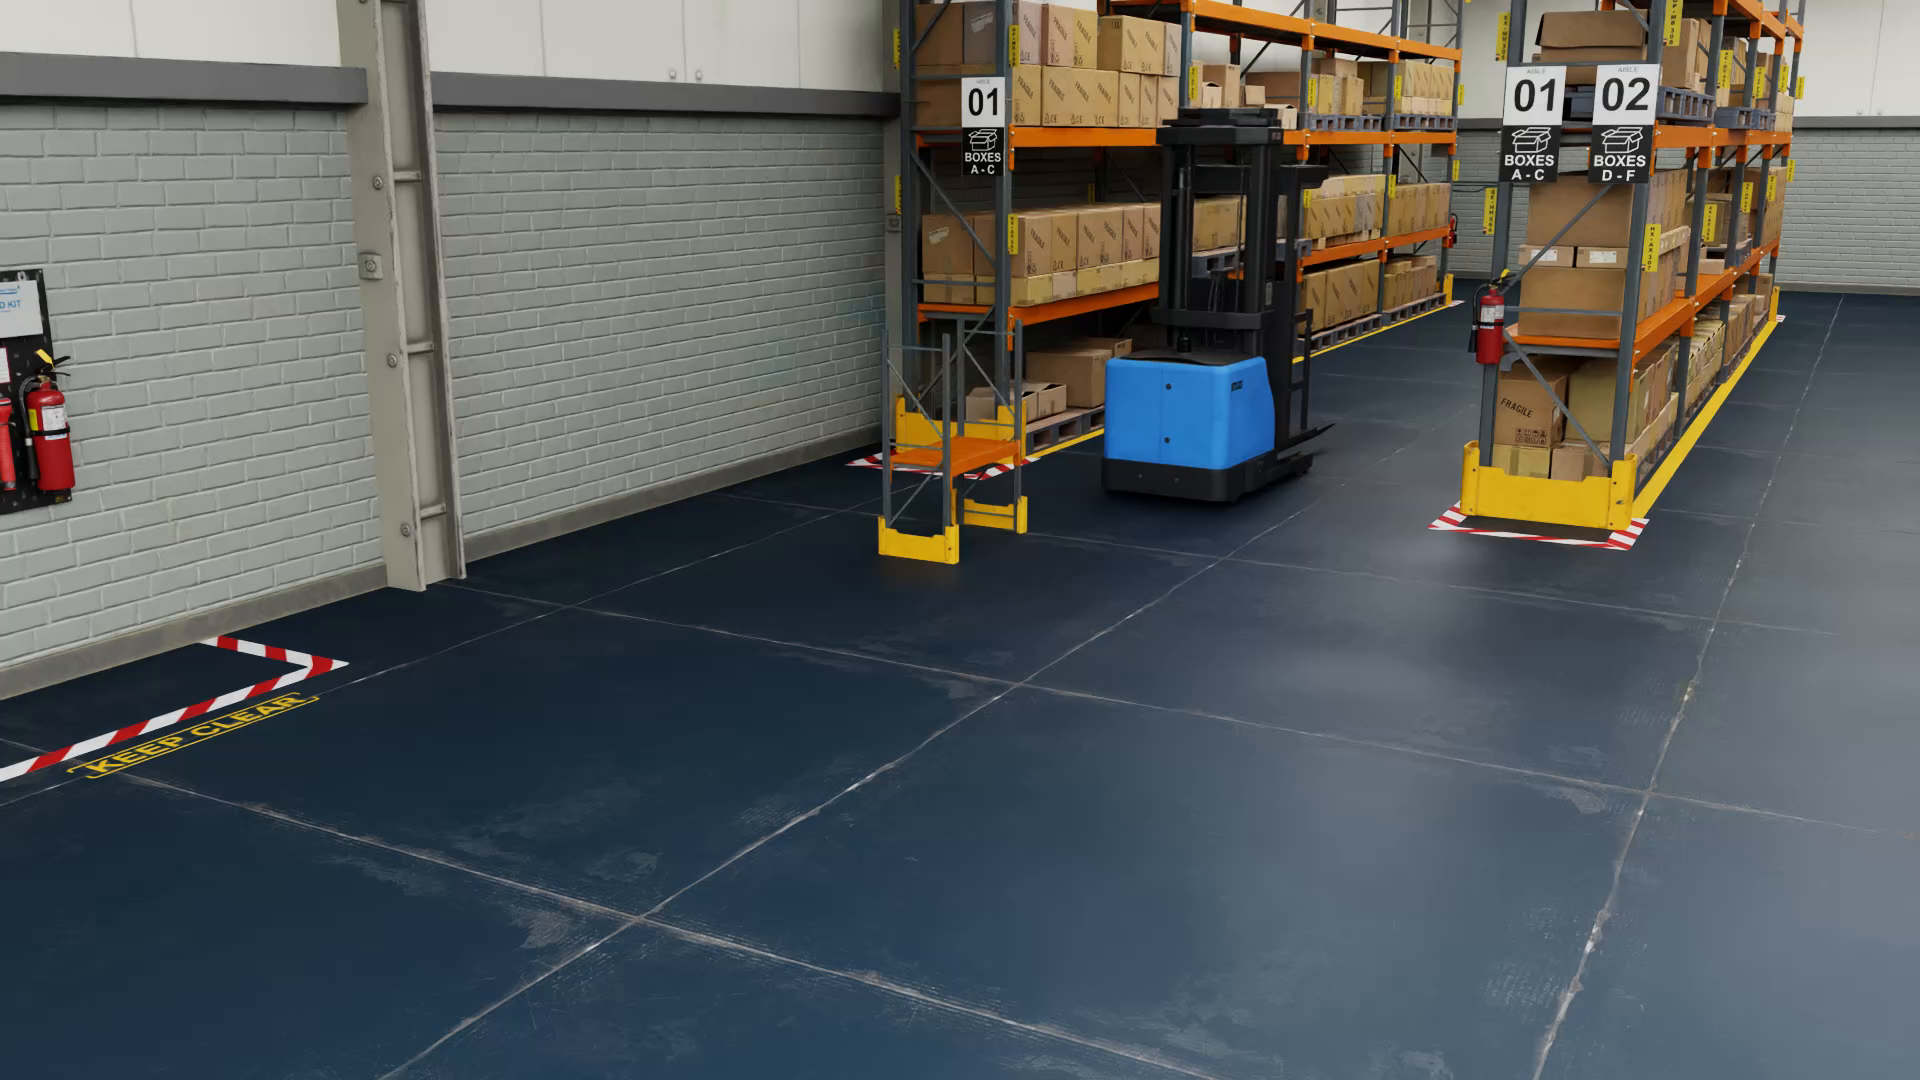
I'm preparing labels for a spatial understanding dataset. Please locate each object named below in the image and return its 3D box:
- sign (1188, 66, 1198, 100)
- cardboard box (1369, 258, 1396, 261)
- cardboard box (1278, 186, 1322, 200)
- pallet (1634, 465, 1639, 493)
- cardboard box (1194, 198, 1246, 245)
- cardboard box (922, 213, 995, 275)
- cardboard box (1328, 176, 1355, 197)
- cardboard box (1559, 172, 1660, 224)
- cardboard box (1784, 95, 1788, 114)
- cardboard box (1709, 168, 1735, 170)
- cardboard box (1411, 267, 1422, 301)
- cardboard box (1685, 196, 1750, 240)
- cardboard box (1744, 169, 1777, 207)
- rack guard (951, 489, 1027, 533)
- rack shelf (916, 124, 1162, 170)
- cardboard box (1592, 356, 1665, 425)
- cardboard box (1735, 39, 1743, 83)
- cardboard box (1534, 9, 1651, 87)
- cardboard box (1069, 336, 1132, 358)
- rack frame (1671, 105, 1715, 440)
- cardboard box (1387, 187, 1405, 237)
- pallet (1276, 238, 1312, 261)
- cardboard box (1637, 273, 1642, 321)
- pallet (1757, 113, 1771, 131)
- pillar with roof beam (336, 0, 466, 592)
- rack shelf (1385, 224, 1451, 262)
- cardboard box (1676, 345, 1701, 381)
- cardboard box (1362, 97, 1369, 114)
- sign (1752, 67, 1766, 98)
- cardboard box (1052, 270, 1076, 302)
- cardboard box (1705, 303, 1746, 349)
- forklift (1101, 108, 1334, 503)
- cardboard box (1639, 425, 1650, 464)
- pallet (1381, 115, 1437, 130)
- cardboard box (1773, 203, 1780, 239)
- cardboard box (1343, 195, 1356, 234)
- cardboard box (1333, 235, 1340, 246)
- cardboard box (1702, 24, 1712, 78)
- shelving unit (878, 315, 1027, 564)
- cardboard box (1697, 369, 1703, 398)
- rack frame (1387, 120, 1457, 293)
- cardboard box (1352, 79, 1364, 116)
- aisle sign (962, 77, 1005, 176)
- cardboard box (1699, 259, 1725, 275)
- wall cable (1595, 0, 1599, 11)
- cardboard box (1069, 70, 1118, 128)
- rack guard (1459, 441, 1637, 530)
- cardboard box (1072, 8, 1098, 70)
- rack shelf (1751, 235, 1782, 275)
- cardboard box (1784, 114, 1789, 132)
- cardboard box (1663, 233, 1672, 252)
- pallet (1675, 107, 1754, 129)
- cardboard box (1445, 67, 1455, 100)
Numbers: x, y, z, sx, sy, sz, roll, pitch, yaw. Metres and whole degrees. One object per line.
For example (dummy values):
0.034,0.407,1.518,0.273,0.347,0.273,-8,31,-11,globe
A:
2.375,-4.658,16.951,0.100,0.325,0.005,7,15,28,sign
6.720,-4.408,26.469,0.380,0.149,0.250,8,15,29,cardboard box
4.289,-4.466,21.168,0.500,0.250,0.500,8,16,29,cardboard box
4.633,-0.433,12.880,1.003,0.211,1.213,7,15,28,pallet
3.028,-3.736,19.477,0.700,0.500,0.500,7,15,28,cardboard box
0.004,-2.610,14.636,0.500,0.500,0.500,7,15,27,cardboard box
5.013,-4.779,22.466,0.500,0.250,0.500,7,15,27,cardboard box
5.055,-2.624,13.034,0.700,0.500,0.500,7,15,28,cardboard box
11.287,-6.096,23.271,0.500,0.250,0.500,7,15,28,cardboard box
10.608,-4.966,23.384,0.500,0.500,0.500,8,15,28,cardboard box
6.962,-4.098,26.570,0.700,0.500,0.500,7,15,26,cardboard box
9.301,-3.972,20.501,0.700,0.500,0.500,3,14,14,cardboard box
10.824,-4.794,22.674,0.500,0.500,0.500,7,15,26,cardboard box
0.204,-0.208,11.863,0.587,0.250,0.087,7,15,28,rack guard
0.929,-3.706,15.642,1.077,0.370,4.000,7,15,28,rack shelf
5.482,-1.251,13.695,0.500,0.500,0.500,7,15,28,cardboard box
8.631,-5.455,19.012,0.500,0.500,0.500,7,15,28,cardboard box
4.582,-3.525,11.940,0.797,0.503,0.637,9,16,32,cardboard box
1.429,-1.789,16.951,0.500,0.500,0.500,6,15,24,cardboard box
6.234,-2.448,15.286,1.000,3.000,0.127,7,15,28,rack frame
6.040,-4.905,24.838,0.980,0.700,0.700,8,16,29,cardboard box
3.578,-3.577,20.381,1.213,0.211,1.003,7,15,28,pallet
4.787,-1.878,12.711,0.700,0.500,0.500,8,16,29,cardboard box
9.226,-5.117,20.359,1.213,0.211,1.003,7,15,28,pallet
0.411,-3.627,7.377,9.100,9.000,0.400,7,15,28,pillar with roof beam
6.730,-4.710,26.206,1.077,0.370,4.000,7,15,28,rack shelf
6.898,-1.746,16.152,0.500,0.311,0.500,7,15,27,cardboard box
5.889,-6.455,24.717,0.500,0.250,0.500,8,15,29,cardboard box
8.650,-4.952,18.001,0.100,0.325,0.005,7,15,28,sign
0.715,-2.297,14.937,0.500,0.250,0.500,7,15,26,cardboard box
9.381,-2.646,20.504,0.500,0.500,0.500,7,15,26,cardboard box
2.292,-1.999,13.572,1.130,2.935,3.031,8,16,30,forklift
5.235,-0.785,13.360,0.500,0.250,0.500,7,15,28,cardboard box
6.759,-6.481,25.804,1.003,0.211,1.213,7,15,28,pallet
11.563,-4.627,24.113,0.500,0.500,0.500,8,15,28,cardboard box
5.035,-4.418,22.569,0.500,0.500,0.500,8,16,30,cardboard box
4.923,-4.074,22.524,0.380,0.149,0.250,7,15,28,cardboard box
6.822,-4.643,15.817,0.500,0.500,0.500,9,16,33,cardboard box
-0.037,-0.713,11.293,0.587,1.500,1.083,7,15,28,shelving unit
7.142,-1.581,16.663,0.500,0.250,0.500,7,15,26,cardboard box
7.697,-5.470,27.823,1.000,3.000,0.127,7,15,28,rack frame
5.242,-6.202,23.307,0.700,0.500,0.500,6,15,25,cardboard box
0.190,-3.403,13.700,0.394,0.787,0.004,7,15,28,aisle sign
7.975,-2.930,17.825,0.380,0.149,0.250,7,15,28,cardboard box
13.112,-10.146,30.266,3.097,2.526,0.112,7,15,28,wall cable
1.121,-4.070,15.359,0.500,0.500,0.500,8,16,31,cardboard box
4.289,-0.407,12.155,1.175,0.500,0.348,7,15,28,rack guard
0.886,-4.445,14.783,0.500,0.500,0.500,8,16,30,cardboard box
11.068,-4.150,23.881,1.077,0.370,4.000,7,15,28,rack shelf
11.536,-5.954,23.751,0.500,0.250,0.500,7,15,28,cardboard box
5.675,-2.471,13.787,0.380,0.149,0.250,8,16,30,cardboard box
7.380,-4.256,16.788,1.003,0.211,1.213,8,16,31,pallet
7.582,-7.292,26.589,0.500,0.500,0.500,7,15,28,cardboard box
